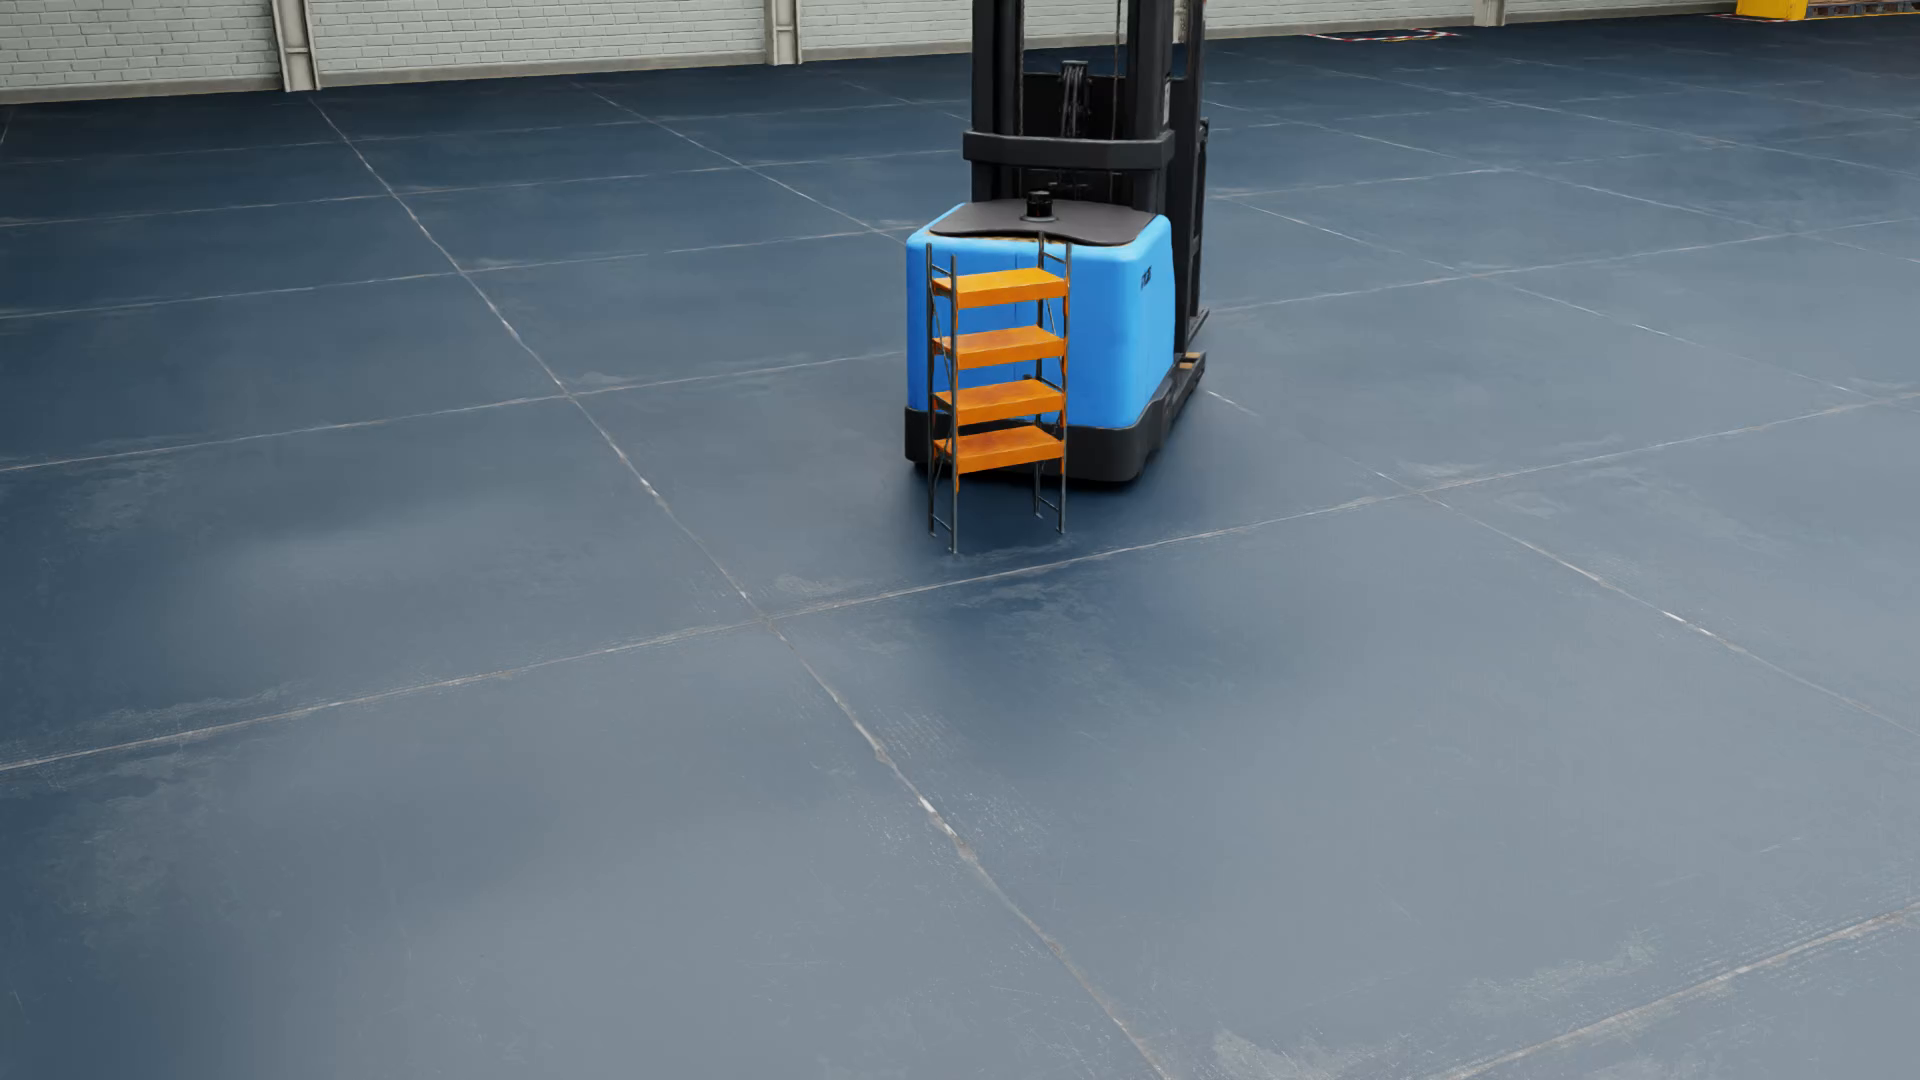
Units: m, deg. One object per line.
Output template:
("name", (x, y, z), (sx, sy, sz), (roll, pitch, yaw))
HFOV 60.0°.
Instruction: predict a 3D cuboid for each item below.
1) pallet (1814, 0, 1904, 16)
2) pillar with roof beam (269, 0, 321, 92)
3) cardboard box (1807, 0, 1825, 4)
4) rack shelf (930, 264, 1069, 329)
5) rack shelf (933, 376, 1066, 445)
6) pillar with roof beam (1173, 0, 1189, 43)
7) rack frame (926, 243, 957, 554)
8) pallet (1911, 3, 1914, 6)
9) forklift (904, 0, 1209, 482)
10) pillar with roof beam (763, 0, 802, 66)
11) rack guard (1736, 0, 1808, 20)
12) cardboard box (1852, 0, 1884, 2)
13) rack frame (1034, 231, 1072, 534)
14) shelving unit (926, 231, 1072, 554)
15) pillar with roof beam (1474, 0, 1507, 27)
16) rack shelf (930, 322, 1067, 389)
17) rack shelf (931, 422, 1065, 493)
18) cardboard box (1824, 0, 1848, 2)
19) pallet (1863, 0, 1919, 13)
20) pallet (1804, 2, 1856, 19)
("pallet", (15.558, -9.287, 28.910), (1.213, 0.211, 1.003), (-10, 25, -24))
("pillar with roof beam", (-5.858, -7.961, 14.217), (0.400, 9.000, 9.100), (-10, 25, -24))
("cardboard box", (14.307, -9.284, 28.198), (0.500, 0.311, 0.500), (-14, 26, -30))
("rack shelf", (0.149, -0.945, 6.437), (0.480, 0.148, 0.258), (-10, 25, -24))
("rack shelf", (0.149, -0.520, 6.613), (0.480, 0.148, 0.258), (-10, 25, -24))
("pillar with roof beam", (4.955, -9.952, 19.026), (0.400, 9.000, 9.100), (-10, 25, -24))
("rack frame", (-0.071, -0.541, 6.489), (0.015, 1.200, 0.240), (-10, 25, -24))
("pallet", (17.950, -9.744, 30.015), (1.213, 0.211, 1.003), (-10, 25, -24))
("forklift", (0.662, -2.139, 8.085), (1.130, 2.935, 3.031), (6, 23, 15))
("pillar with roof beam", (-0.452, -8.956, 16.621), (0.400, 9.000, 9.100), (-10, 25, -24))
("rack guard", (13.713, -9.097, 28.074), (0.348, 0.500, 1.175), (-10, 25, -24))
("cardboard box", (15.504, -9.571, 28.642), (0.500, 0.500, 0.700), (-12, 25, -27))
("rack frame", (0.369, -0.622, 6.685), (0.015, 1.200, 0.240), (-10, 25, -24))
("shelving unit", (0.149, -0.582, 6.587), (0.503, 1.200, 0.258), (-10, 25, -24))
("pillar with roof beam", (10.361, -10.947, 21.430), (0.400, 9.000, 9.100), (-10, 25, -24))
("rack shelf", (0.149, -0.726, 6.527), (0.480, 0.148, 0.258), (-10, 25, -24))
("rack shelf", (0.149, -0.336, 6.689), (0.480, 0.148, 0.258), (-10, 25, -24))
("cardboard box", (14.821, -9.379, 28.426), (0.500, 0.311, 0.500), (-8, 24, -19))
("pallet", (16.659, -9.491, 29.403), (1.213, 0.211, 1.003), (-10, 25, -24))
("pallet", (14.461, -9.086, 28.425), (1.213, 0.211, 1.003), (-10, 25, -24))
